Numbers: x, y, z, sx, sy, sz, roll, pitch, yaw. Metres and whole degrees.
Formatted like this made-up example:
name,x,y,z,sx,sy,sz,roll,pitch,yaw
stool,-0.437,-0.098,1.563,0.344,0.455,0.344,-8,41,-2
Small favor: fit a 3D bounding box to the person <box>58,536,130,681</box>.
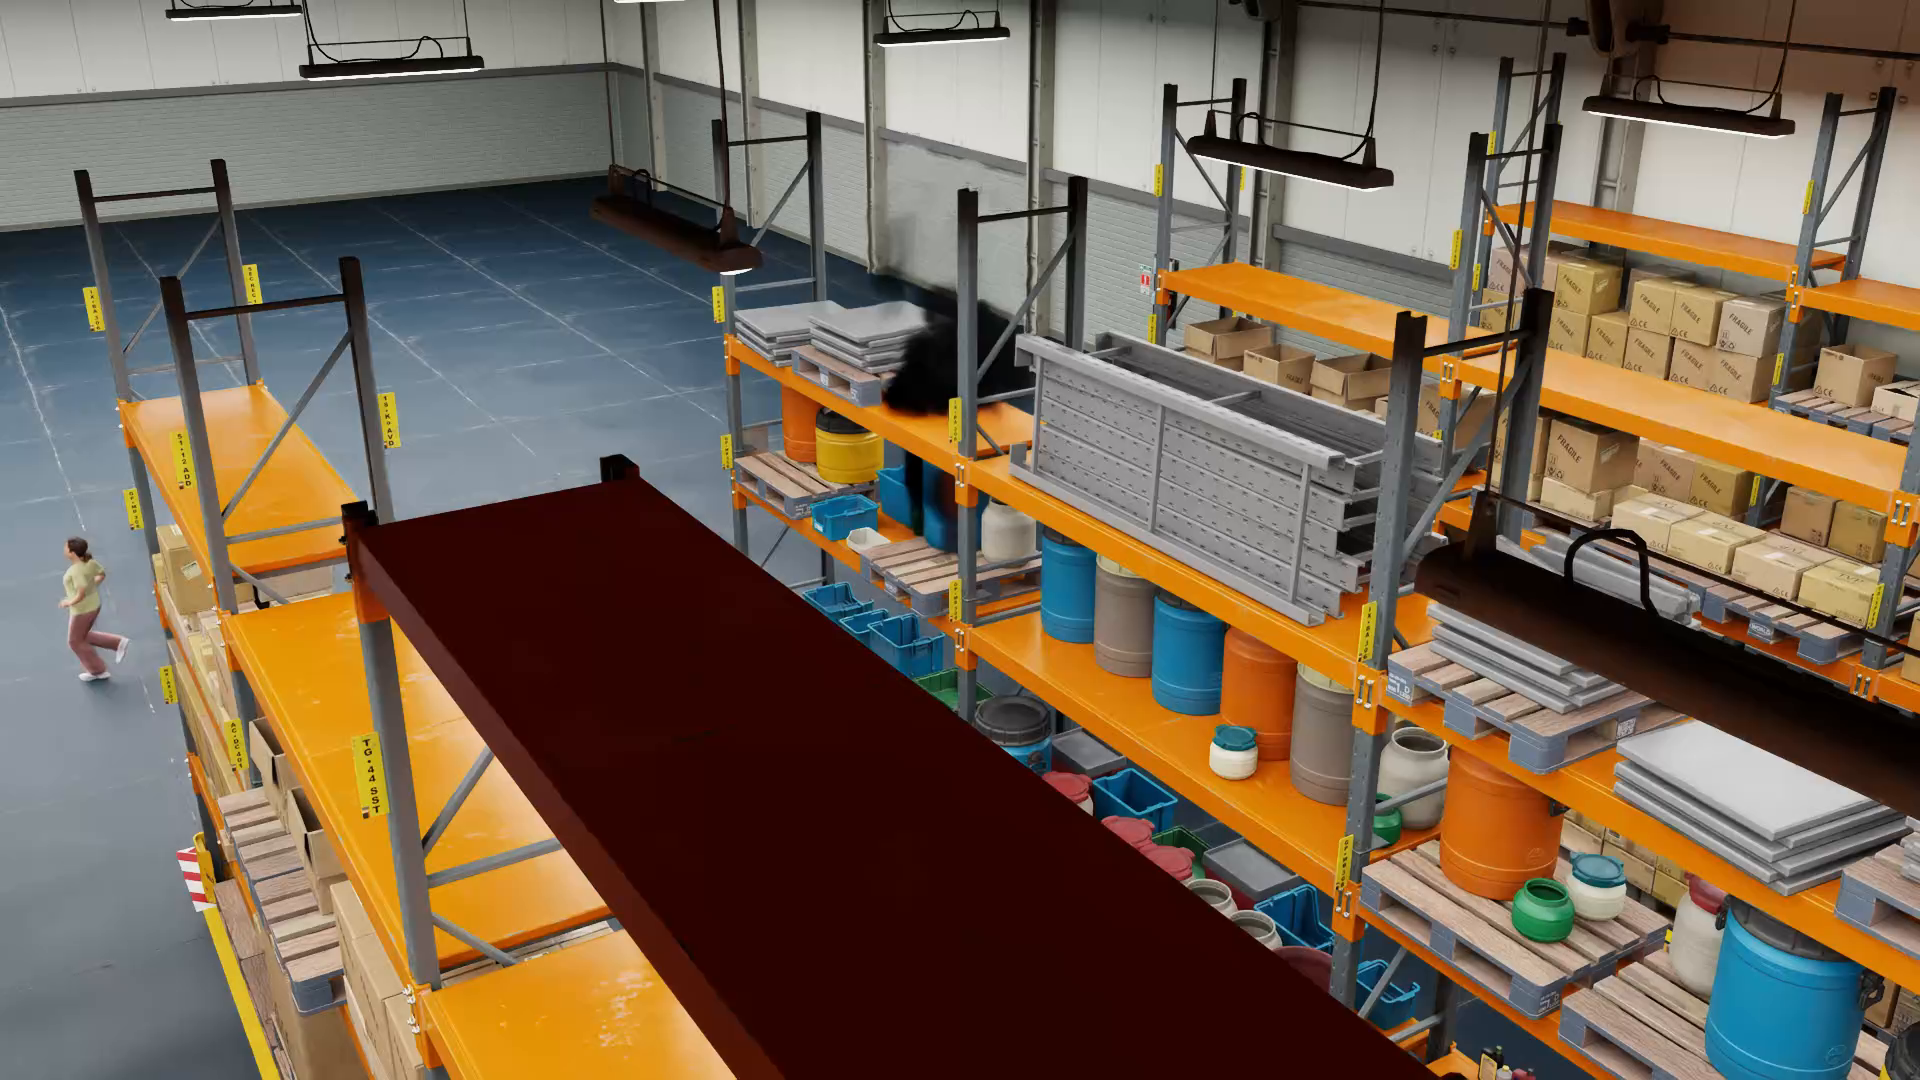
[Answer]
name,x,y,z,sx,sy,sz,roll,pitch,yaw
person,-9.108,0.723,17.428,0.565,1.625,0.581,-3,22,-7
